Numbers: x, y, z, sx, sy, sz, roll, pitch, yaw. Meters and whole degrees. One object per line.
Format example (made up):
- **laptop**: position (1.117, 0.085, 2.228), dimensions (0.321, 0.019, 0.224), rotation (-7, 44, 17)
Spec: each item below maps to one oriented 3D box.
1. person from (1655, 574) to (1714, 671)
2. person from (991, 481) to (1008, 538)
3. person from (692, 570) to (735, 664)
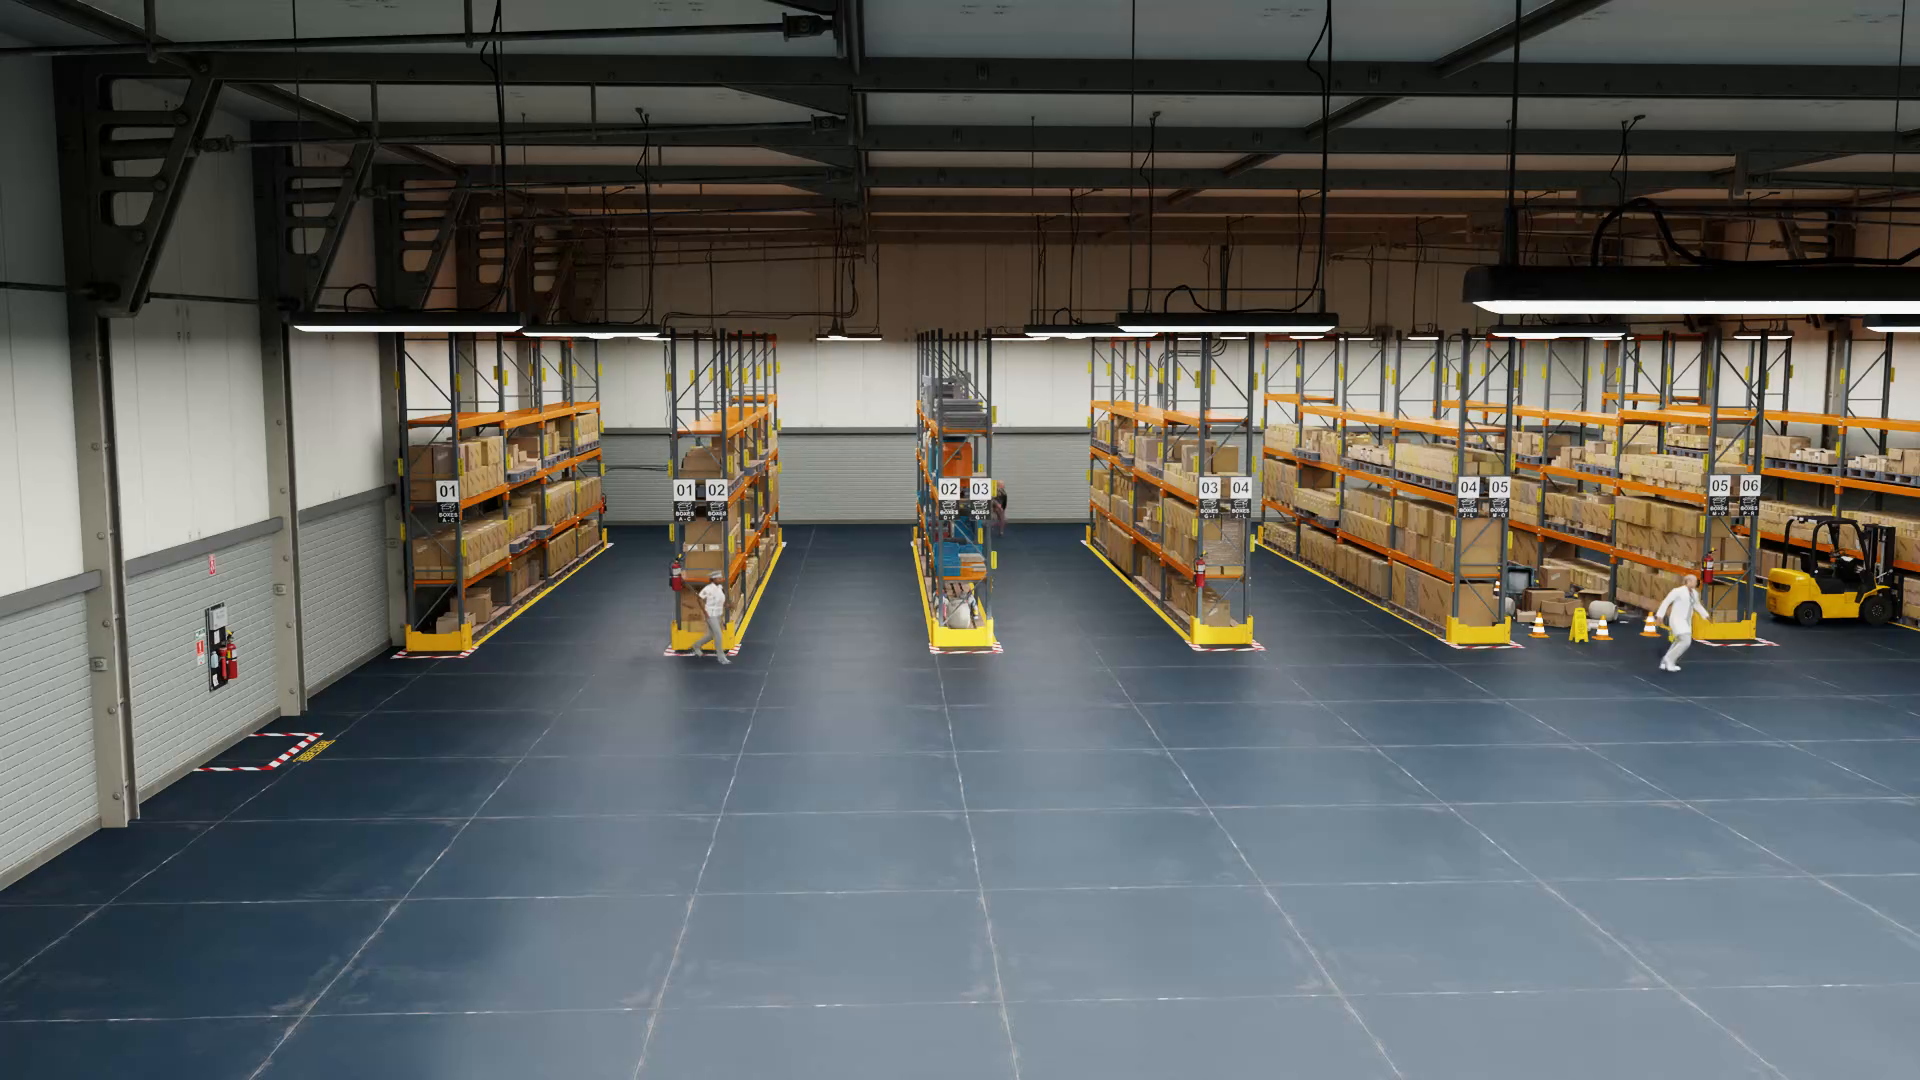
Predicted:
- **person**: position (12.613, 1.445, 28.925), dimensions (0.698, 1.725, 0.816), rotation (-5, 8, -35)
- **person**: position (1.152, -0.924, 49.486), dimensions (0.684, 1.677, 0.718), rotation (3, 7, 24)
- **person**: position (-4.490, 1.376, 29.974), dimensions (0.888, 1.700, 0.550), rotation (3, 7, 24)
